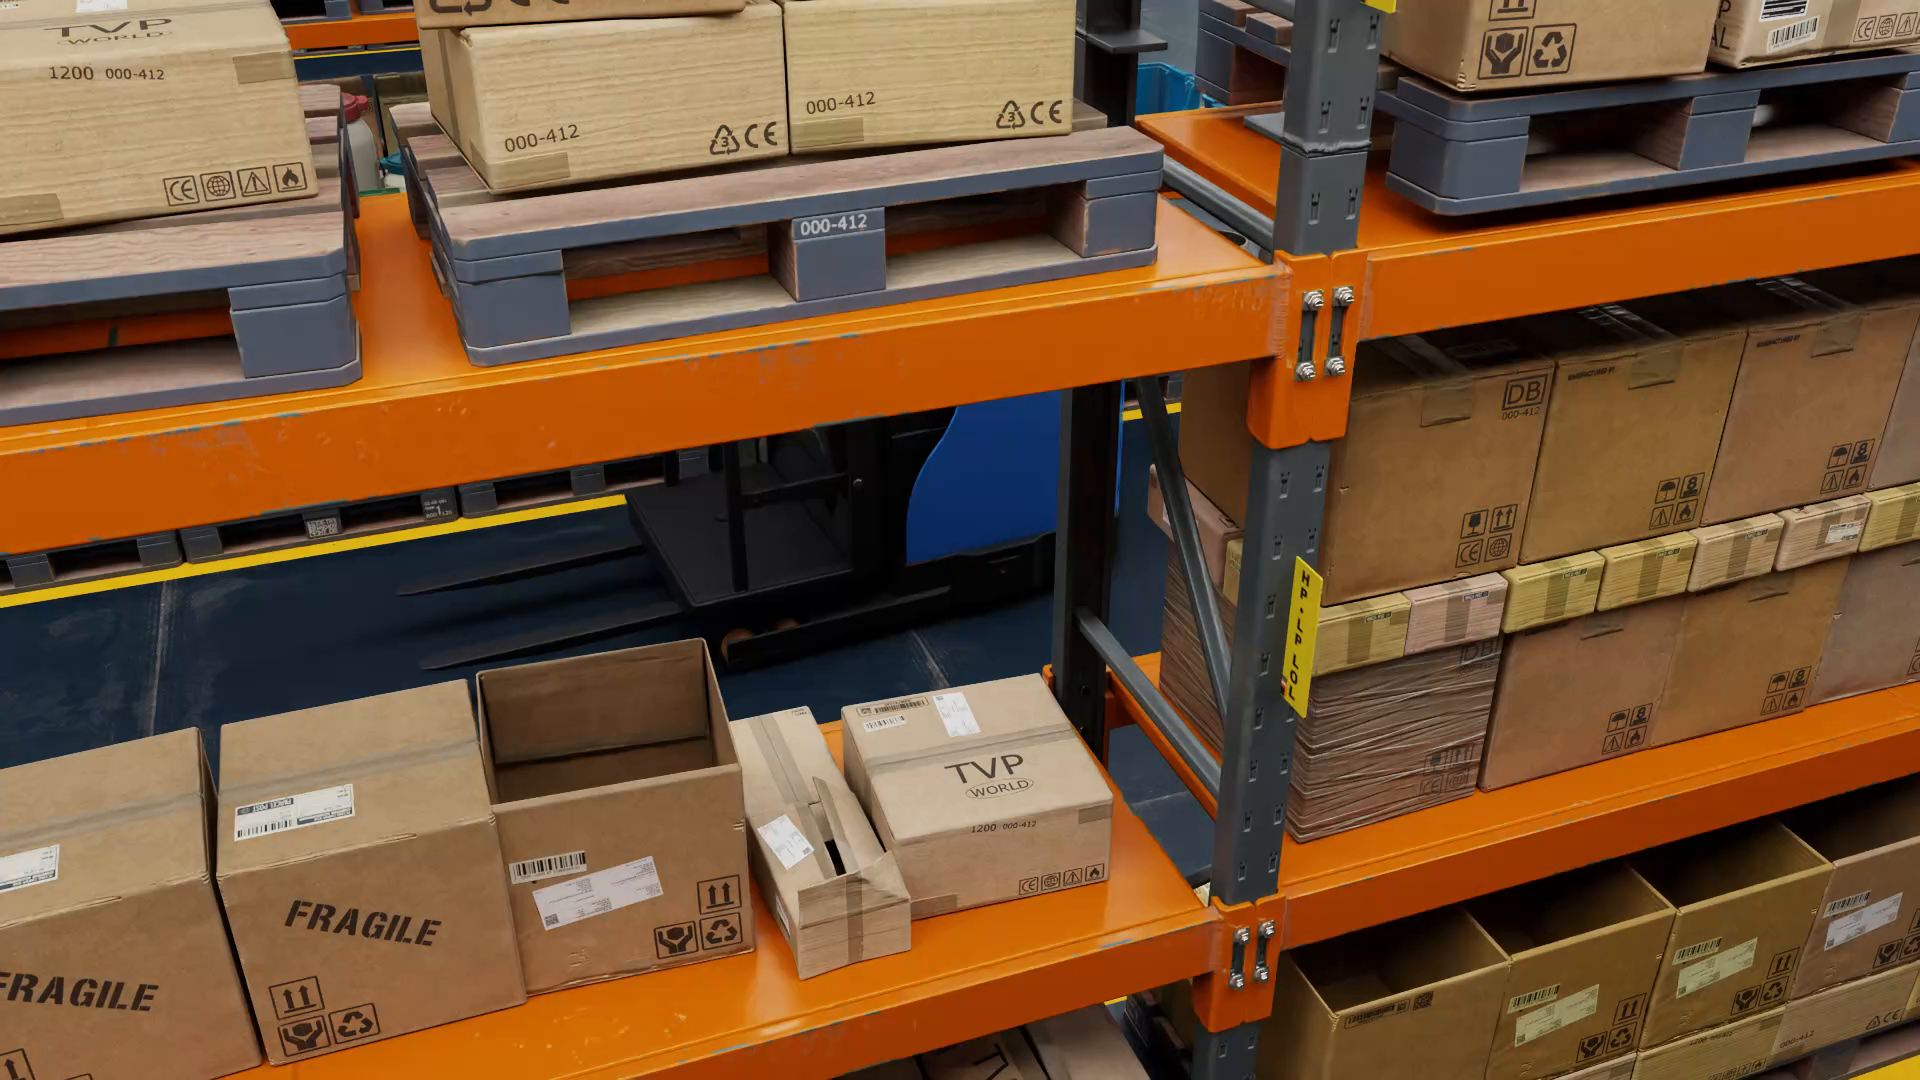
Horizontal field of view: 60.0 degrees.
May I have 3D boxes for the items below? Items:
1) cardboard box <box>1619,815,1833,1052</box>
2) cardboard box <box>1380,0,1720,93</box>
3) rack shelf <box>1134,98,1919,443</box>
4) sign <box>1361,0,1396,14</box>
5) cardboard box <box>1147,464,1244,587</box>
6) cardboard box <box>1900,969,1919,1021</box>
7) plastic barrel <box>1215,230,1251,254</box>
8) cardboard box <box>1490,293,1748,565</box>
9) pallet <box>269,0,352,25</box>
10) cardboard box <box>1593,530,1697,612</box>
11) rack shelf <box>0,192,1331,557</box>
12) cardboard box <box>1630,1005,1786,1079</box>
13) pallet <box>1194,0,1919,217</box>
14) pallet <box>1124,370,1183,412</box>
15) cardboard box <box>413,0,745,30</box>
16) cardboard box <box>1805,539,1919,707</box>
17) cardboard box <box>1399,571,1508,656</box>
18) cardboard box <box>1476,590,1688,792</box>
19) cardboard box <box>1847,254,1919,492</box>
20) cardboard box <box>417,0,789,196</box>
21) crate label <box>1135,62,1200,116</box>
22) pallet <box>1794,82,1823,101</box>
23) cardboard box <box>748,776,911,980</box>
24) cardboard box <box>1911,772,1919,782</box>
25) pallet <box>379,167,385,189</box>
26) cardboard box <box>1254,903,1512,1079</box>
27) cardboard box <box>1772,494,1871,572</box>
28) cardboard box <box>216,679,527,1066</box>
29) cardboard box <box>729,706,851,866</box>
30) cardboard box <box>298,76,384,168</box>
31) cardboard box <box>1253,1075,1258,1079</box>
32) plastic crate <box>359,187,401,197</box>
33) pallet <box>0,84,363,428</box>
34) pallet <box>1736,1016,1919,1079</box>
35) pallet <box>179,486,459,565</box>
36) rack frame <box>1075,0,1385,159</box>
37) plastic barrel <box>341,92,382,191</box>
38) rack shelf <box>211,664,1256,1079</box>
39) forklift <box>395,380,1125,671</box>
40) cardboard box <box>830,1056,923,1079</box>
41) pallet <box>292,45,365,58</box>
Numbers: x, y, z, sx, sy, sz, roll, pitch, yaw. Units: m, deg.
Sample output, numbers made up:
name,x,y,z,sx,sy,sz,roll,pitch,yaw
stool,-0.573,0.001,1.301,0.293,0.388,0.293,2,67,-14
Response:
name,x,y,z,sx,sy,sz,roll,pitch,yaw
cardboard box,1.956,0.991,4.576,0.500,0.500,0.500,-10,31,-18
cardboard box,1.039,-1.143,3.029,0.500,0.500,0.500,-8,31,-14
rack shelf,2.349,-0.924,4.038,4.000,0.370,1.077,-10,31,-18
sign,0.673,-1.003,2.609,0.005,0.325,0.100,-10,31,-18
cardboard box,0.655,-0.060,4.068,0.250,0.149,0.380,-10,31,-18
cardboard box,2.892,1.142,5.068,0.500,0.250,0.500,-10,31,-18
plastic barrel,1.440,-1.443,9.342,0.421,0.512,0.421,0,30,0
cardboard box,1.362,-0.363,3.945,0.500,0.500,0.700,-11,31,-18
pallet,-4.884,-3.772,11.534,1.213,0.211,1.003,-10,31,-18
cardboard box,1.516,-0.004,3.971,0.250,0.149,0.380,-11,31,-18
rack shelf,-1.400,-0.234,2.826,4.000,0.370,1.077,-10,31,-18
cardboard box,1.956,1.317,4.762,0.500,0.250,0.500,-10,31,-18
pallet,1.265,-1.012,3.556,1.213,0.211,1.003,-10,31,-18
pallet,0.540,-0.984,9.264,1.213,0.211,1.003,-10,31,-18
cardboard box,-0.643,-1.137,2.656,0.500,0.500,0.500,-7,31,-13
cardboard box,2.332,0.021,4.582,0.500,0.500,0.700,-9,31,-16
cardboard box,1.029,0.087,3.811,0.250,0.149,0.380,-10,31,-17
cardboard box,1.380,0.195,4.277,0.500,0.500,0.700,-11,31,-18
cardboard box,2.299,-0.535,4.247,0.500,0.500,0.700,-10,31,-18
cardboard box,-0.620,-0.811,2.840,0.500,0.250,0.500,-14,32,-22
crate label,0.869,-2.149,8.457,0.616,0.435,0.502,-10,31,-18
pallet,2.407,-1.221,3.922,1.213,0.211,1.003,-10,31,-18
cardboard box,-0.285,0.707,3.614,0.258,0.266,0.396,-11,32,-19
cardboard box,2.893,0.818,4.880,0.500,0.500,0.500,-10,31,-18
pallet,-4.851,-2.626,12.145,1.213,0.211,1.003,-10,31,-18
cardboard box,1.019,1.164,4.273,0.500,0.500,0.500,-10,31,-18
cardboard box,2.001,-0.094,4.129,0.250,0.149,0.380,-11,32,-19
cardboard box,-1.214,0.671,3.441,0.500,0.500,0.500,-10,31,-18
cardboard box,-0.427,0.579,3.957,0.250,0.149,0.380,-10,31,-18
cardboard box,-4.537,-3.023,12.107,0.500,0.500,0.700,-13,32,-22
cardboard box,1.015,1.485,4.467,0.500,0.250,0.500,-10,31,-18
plastic crate,-2.783,-1.363,7.327,0.662,0.188,0.450,-10,31,-18
pallet,-1.622,-0.472,2.709,1.213,0.211,1.003,-9,31,-15
pallet,2.380,1.293,5.267,1.213,0.211,1.003,-10,31,-18
pallet,-3.117,-0.309,8.079,1.213,0.211,1.003,-10,31,-18
rack frame,0.475,-2.195,2.512,0.127,3.000,1.000,-10,31,-18
plastic barrel,-2.910,-1.756,7.664,0.433,0.535,0.433,0,30,0
rack shelf,-1.400,1.070,3.569,4.000,0.370,1.077,-10,31,-18
forklift,-0.845,-1.040,6.615,3.031,2.935,1.130,-13,32,-21
cardboard box,-0.290,1.476,3.916,0.500,0.311,0.500,-10,31,-16
pallet,-6.453,-4.911,16.157,1.213,0.211,1.003,-10,31,-18
